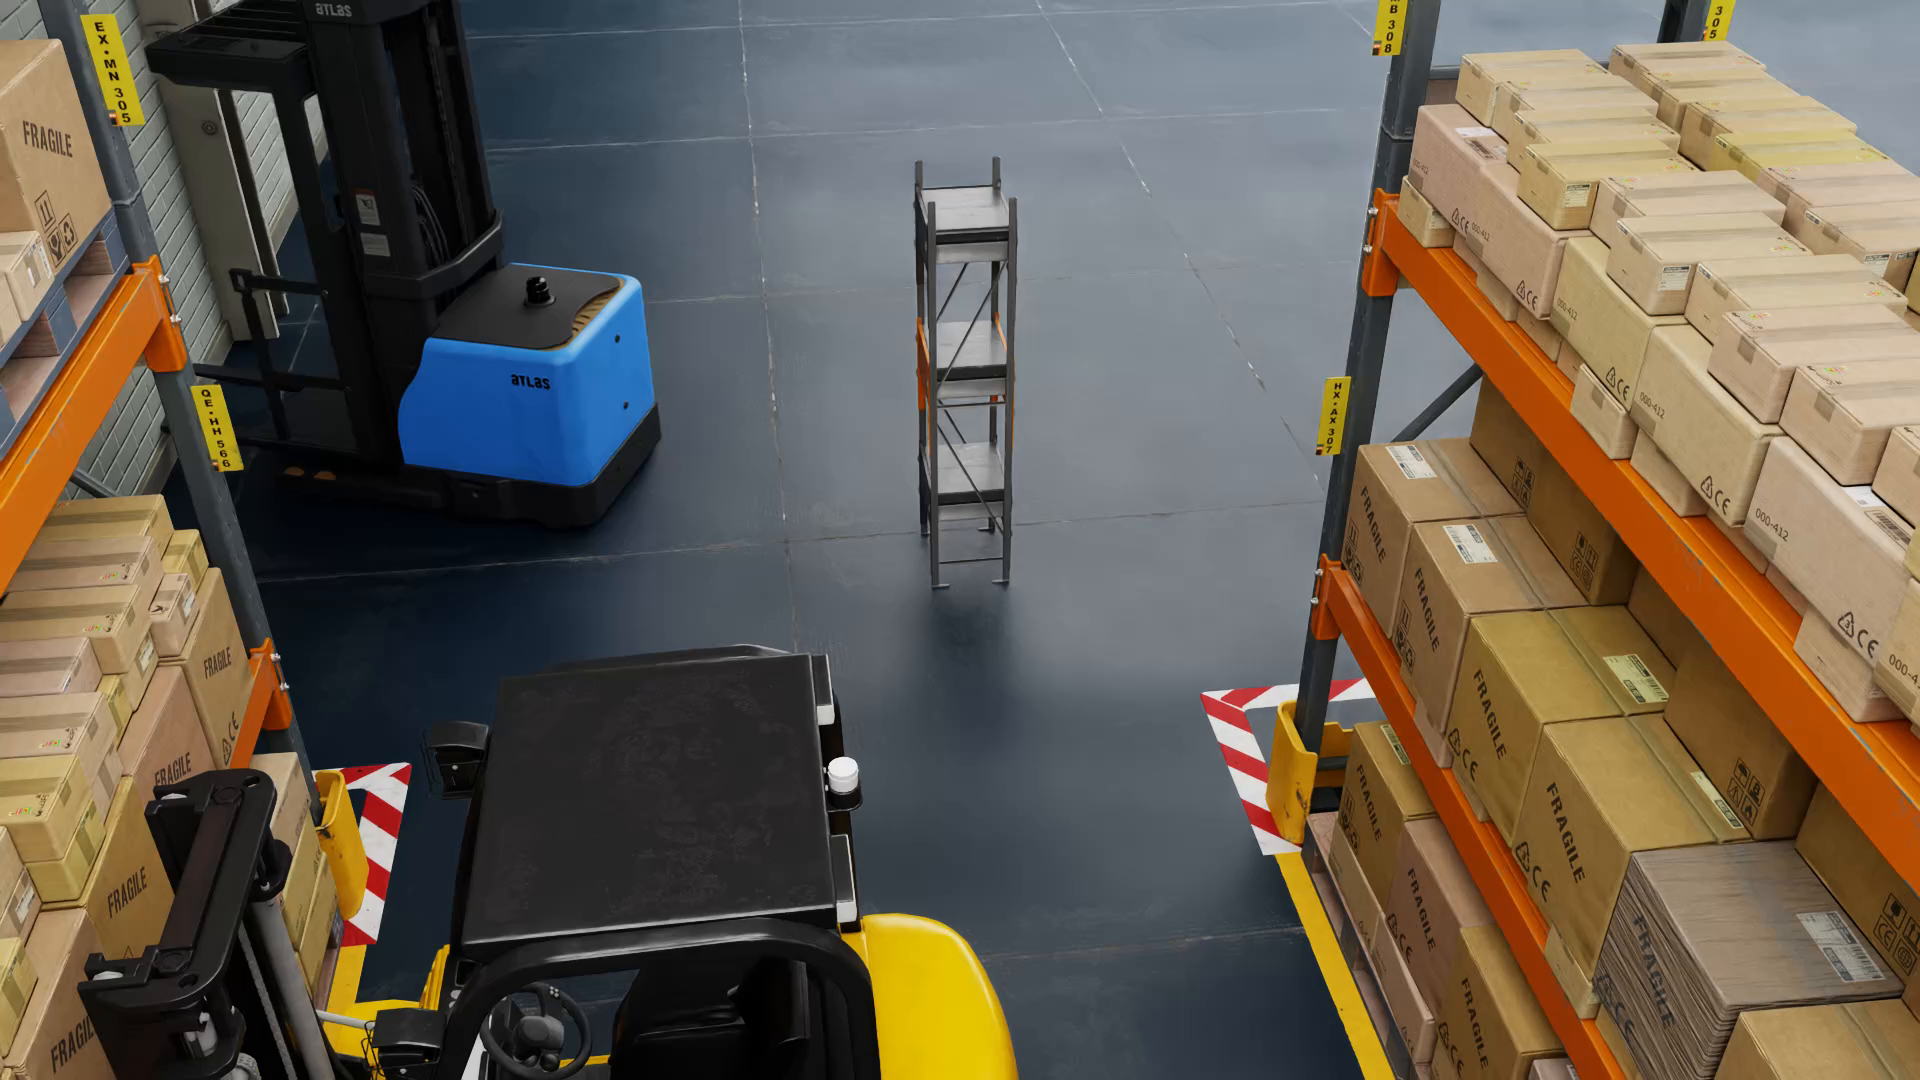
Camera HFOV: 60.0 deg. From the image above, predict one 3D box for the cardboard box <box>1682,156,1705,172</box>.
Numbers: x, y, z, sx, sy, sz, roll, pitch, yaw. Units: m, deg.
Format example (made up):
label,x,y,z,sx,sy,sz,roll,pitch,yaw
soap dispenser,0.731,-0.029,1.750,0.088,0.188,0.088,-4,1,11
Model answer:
label,x,y,z,sx,sy,sz,roll,pitch,yaw
cardboard box,2.301,-0.890,4.727,0.500,0.250,0.500,-5,35,-7

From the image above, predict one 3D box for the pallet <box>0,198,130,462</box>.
label,x,y,z,sx,sy,sz,roll,pitch,yaw
pallet,-2.937,-0.565,4.460,1.003,0.211,1.213,-4,35,-6

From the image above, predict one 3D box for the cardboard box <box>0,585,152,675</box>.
label,x,y,z,sx,sy,sz,roll,pitch,yaw
cardboard box,-2.623,0.272,4.887,0.380,0.149,0.250,-4,34,-5

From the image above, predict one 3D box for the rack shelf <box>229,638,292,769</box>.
label,x,y,z,sx,sy,sz,roll,pitch,yaw
rack shelf,-2.737,1.654,4.426,1.077,0.370,4.000,-4,35,-6

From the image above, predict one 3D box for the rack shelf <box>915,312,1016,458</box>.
label,x,y,z,sx,sy,sz,roll,pitch,yaw
rack shelf,0.022,-0.764,8.159,0.431,0.518,0.480,-4,35,-6

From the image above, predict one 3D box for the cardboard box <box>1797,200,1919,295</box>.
label,x,y,z,sx,sy,sz,roll,pitch,yaw
cardboard box,2.317,-0.717,4.119,0.380,0.149,0.250,-5,35,-8

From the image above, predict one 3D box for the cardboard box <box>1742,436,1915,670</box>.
label,x,y,z,sx,sy,sz,roll,pitch,yaw
cardboard box,2.000,0.001,3.419,0.500,0.250,0.500,-5,35,-7

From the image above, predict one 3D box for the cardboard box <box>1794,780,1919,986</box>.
label,x,y,z,sx,sy,sz,roll,pitch,yaw
cardboard box,2.518,0.687,3.966,0.700,0.500,0.500,-5,35,-7

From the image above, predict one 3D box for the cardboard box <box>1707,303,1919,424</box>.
label,x,y,z,sx,sy,sz,roll,pitch,yaw
cardboard box,1.888,-0.388,3.636,0.380,0.149,0.250,-4,34,-6

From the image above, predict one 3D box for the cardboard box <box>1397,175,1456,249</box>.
label,x,y,z,sx,sy,sz,roll,pitch,yaw
cardboard box,1.635,-1.063,5.334,0.380,0.149,0.250,-4,35,-6

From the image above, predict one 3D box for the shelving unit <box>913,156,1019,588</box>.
label,x,y,z,sx,sy,sz,roll,pitch,yaw
shelving unit,0.022,-0.775,8.152,0.431,2.100,0.503,-4,35,-6

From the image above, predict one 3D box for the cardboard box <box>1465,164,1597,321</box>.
label,x,y,z,sx,sy,sz,roll,pitch,yaw
cardboard box,1.774,-0.855,4.675,0.500,0.250,0.500,-5,35,-7

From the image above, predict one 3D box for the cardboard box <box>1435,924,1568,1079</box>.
label,x,y,z,sx,sy,sz,roll,pitch,yaw
cardboard box,1.884,1.572,5.311,0.500,0.500,0.500,-4,34,-5

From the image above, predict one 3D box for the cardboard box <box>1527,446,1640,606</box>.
label,x,y,z,sx,sy,sz,roll,pitch,yaw
cardboard box,2.258,-0.163,5.213,0.700,0.500,0.500,-4,34,-6

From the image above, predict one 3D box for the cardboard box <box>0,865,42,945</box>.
label,x,y,z,sx,sy,sz,roll,pitch,yaw
cardboard box,-2.541,0.964,4.136,0.380,0.149,0.250,-5,35,-7

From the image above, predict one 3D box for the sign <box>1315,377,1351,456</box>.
label,x,y,z,sx,sy,sz,roll,pitch,yaw
sign,1.374,-0.454,6.112,0.100,0.325,0.005,-4,35,-6

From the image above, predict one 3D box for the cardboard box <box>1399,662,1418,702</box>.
label,x,y,z,sx,sy,sz,roll,pitch,yaw
cardboard box,1.756,0.466,5.754,0.380,0.149,0.250,-5,35,-8

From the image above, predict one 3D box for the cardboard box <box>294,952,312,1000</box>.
label,x,y,z,sx,sy,sz,roll,pitch,yaw
cardboard box,-2.572,1.720,5.760,0.500,0.250,0.500,-4,35,-6

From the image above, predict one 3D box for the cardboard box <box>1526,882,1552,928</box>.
label,x,y,z,sx,sy,sz,roll,pitch,yaw
cardboard box,1.914,1.045,4.904,0.380,0.149,0.250,-5,35,-8

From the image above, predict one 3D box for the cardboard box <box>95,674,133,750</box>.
label,x,y,z,sx,sy,sz,roll,pitch,yaw
cardboard box,-2.622,0.533,4.768,0.380,0.149,0.250,-5,35,-7

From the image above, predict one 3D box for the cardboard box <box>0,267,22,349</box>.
label,x,y,z,sx,sy,sz,roll,pitch,yaw
cardboard box,-2.560,-0.577,4.056,0.396,0.266,0.258,-4,35,-6

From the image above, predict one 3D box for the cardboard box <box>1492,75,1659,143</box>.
label,x,y,z,sx,sy,sz,roll,pitch,yaw
cardboard box,1.807,-1.249,4.899,0.380,0.149,0.250,-5,35,-7

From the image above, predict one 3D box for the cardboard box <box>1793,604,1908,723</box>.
label,x,y,z,sx,sy,sz,roll,pitch,yaw
cardboard box,1.981,0.231,3.435,0.380,0.149,0.250,-3,34,-5

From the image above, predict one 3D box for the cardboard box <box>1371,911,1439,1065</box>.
label,x,y,z,sx,sy,sz,roll,pitch,yaw
cardboard box,1.807,1.582,5.962,0.500,0.250,0.500,-3,34,-5

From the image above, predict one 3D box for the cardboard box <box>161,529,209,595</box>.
label,x,y,z,sx,sy,sz,roll,pitch,yaw
cardboard box,-2.682,0.104,5.398,0.380,0.149,0.250,-4,34,-6

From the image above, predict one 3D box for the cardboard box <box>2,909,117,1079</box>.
label,x,y,z,sx,sy,sz,roll,pitch,yaw
cardboard box,-2.472,1.310,4.204,0.500,0.500,0.500,-4,34,-6

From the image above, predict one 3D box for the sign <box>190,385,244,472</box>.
label,x,y,z,sx,sy,sz,roll,pitch,yaw
sign,-2.467,-0.369,5.517,0.100,0.325,0.005,-4,35,-6

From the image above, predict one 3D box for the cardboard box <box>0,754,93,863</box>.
label,x,y,z,sx,sy,sz,roll,pitch,yaw
cardboard box,-2.478,0.697,4.263,0.380,0.149,0.250,-4,34,-5

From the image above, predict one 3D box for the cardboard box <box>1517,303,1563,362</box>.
label,x,y,z,sx,sy,sz,roll,pitch,yaw
cardboard box,1.818,-0.636,4.709,0.380,0.149,0.250,-5,35,-7

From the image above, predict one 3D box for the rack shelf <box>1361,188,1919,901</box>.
label,x,y,z,sx,sy,sz,roll,pitch,yaw
rack shelf,2.181,0.037,4.136,1.077,0.370,4.000,-4,35,-6

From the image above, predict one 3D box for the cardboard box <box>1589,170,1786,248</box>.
label,x,y,z,sx,sy,sz,roll,pitch,yaw
cardboard box,1.868,-0.828,4.282,0.380,0.149,0.250,-5,35,-7

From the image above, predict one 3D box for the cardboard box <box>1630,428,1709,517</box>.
label,x,y,z,sx,sy,sz,roll,pitch,yaw
cardboard box,1.888,-0.198,4.065,0.380,0.149,0.250,-5,35,-8

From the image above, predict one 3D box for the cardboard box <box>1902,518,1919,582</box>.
label,x,y,z,sx,sy,sz,roll,pitch,yaw
cardboard box,1.969,0.043,3.003,0.380,0.149,0.250,-3,34,-5

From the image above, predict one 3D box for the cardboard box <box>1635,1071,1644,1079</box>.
label,x,y,z,sx,sy,sz,roll,pitch,yaw
cardboard box,1.965,1.476,4.272,0.380,0.149,0.250,-5,35,-7

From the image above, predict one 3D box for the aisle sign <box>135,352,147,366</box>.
label,x,y,z,sx,sy,sz,roll,pitch,yaw
aisle sign,-2.724,-0.892,5.216,0.394,0.787,0.004,-4,35,-6

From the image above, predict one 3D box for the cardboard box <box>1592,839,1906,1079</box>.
label,x,y,z,sx,sy,sz,roll,pitch,yaw
cardboard box,1.993,1.126,4.210,0.500,0.500,0.500,-3,34,-5

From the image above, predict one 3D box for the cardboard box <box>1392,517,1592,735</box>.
label,x,y,z,sx,sy,sz,roll,pitch,yaw
cardboard box,1.774,0.273,5.462,0.500,0.500,0.500,-3,34,-5

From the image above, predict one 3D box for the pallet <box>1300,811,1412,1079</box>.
label,x,y,z,sx,sy,sz,roll,pitch,yaw
pallet,1.996,1.514,6.470,1.003,0.211,1.213,-4,35,-6

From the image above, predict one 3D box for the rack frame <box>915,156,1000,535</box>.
label,x,y,z,sx,sy,sz,roll,pitch,yaw
rack frame,-0.011,-0.911,8.352,0.400,2.100,0.015,-4,35,-6

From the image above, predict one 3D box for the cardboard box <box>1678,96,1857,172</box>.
label,x,y,z,sx,sy,sz,roll,pitch,yaw
cardboard box,2.299,-1.148,4.751,0.380,0.149,0.250,-5,35,-7

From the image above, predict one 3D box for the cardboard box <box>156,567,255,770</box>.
label,x,y,z,sx,sy,sz,roll,pitch,yaw
cardboard box,-2.680,0.454,5.459,0.500,0.500,0.500,-5,35,-7

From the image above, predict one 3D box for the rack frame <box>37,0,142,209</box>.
label,x,y,z,sx,sy,sz,roll,pitch,yaw
rack frame,-3.006,-2.238,4.172,1.000,3.000,0.127,-4,35,-6

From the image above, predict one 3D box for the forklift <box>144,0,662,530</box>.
label,x,y,z,sx,sy,sz,roll,pitch,yaw
forklift,-3.300,-1.703,8.774,3.031,2.935,1.130,8,35,11

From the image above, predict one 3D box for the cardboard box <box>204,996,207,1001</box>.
label,x,y,z,sx,sy,sz,roll,pitch,yaw
cardboard box,-2.483,1.589,5.064,0.500,0.250,0.500,-4,34,-6
